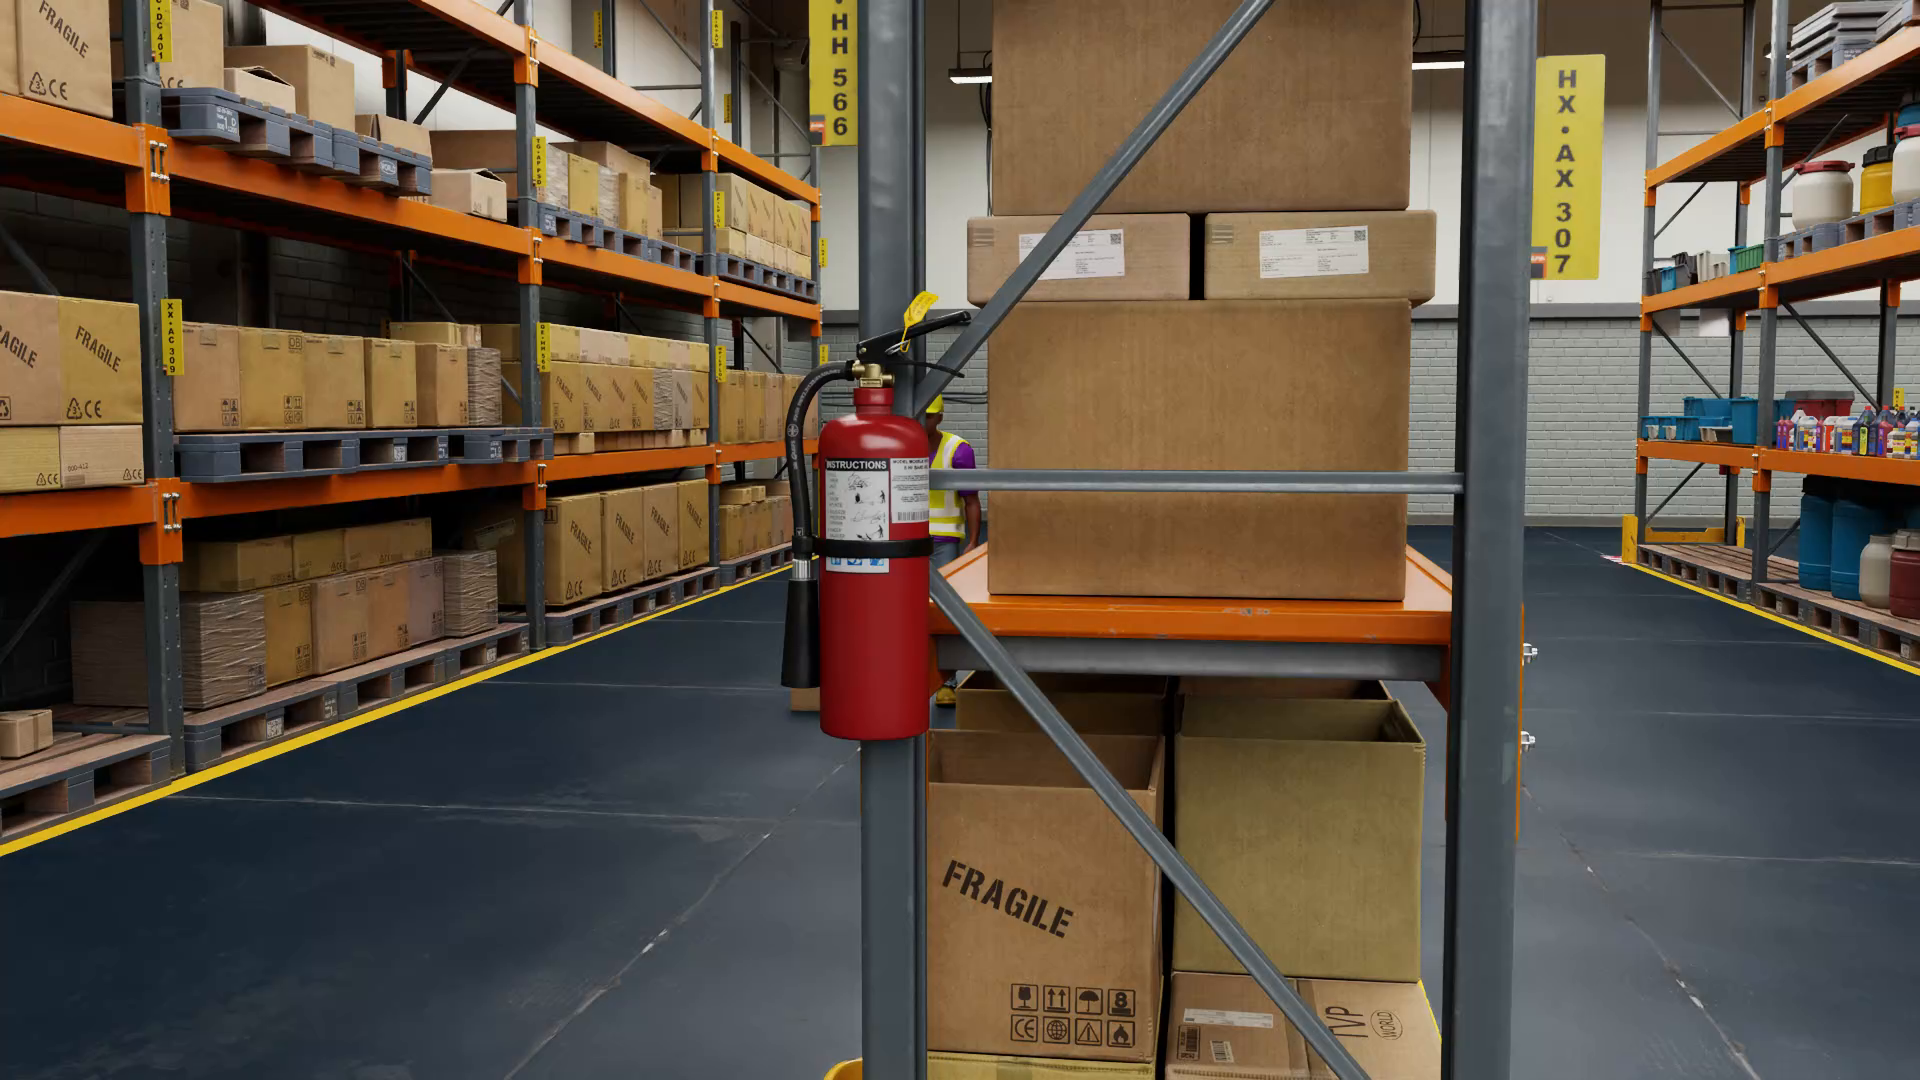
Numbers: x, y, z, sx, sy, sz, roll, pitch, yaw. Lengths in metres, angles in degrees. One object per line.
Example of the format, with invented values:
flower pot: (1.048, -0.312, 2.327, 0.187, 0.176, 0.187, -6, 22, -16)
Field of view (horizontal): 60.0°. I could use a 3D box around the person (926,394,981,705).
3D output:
person: (-0.199, 0.028, 9.169, 0.627, 1.761, 0.456, 1, 4, 9)
